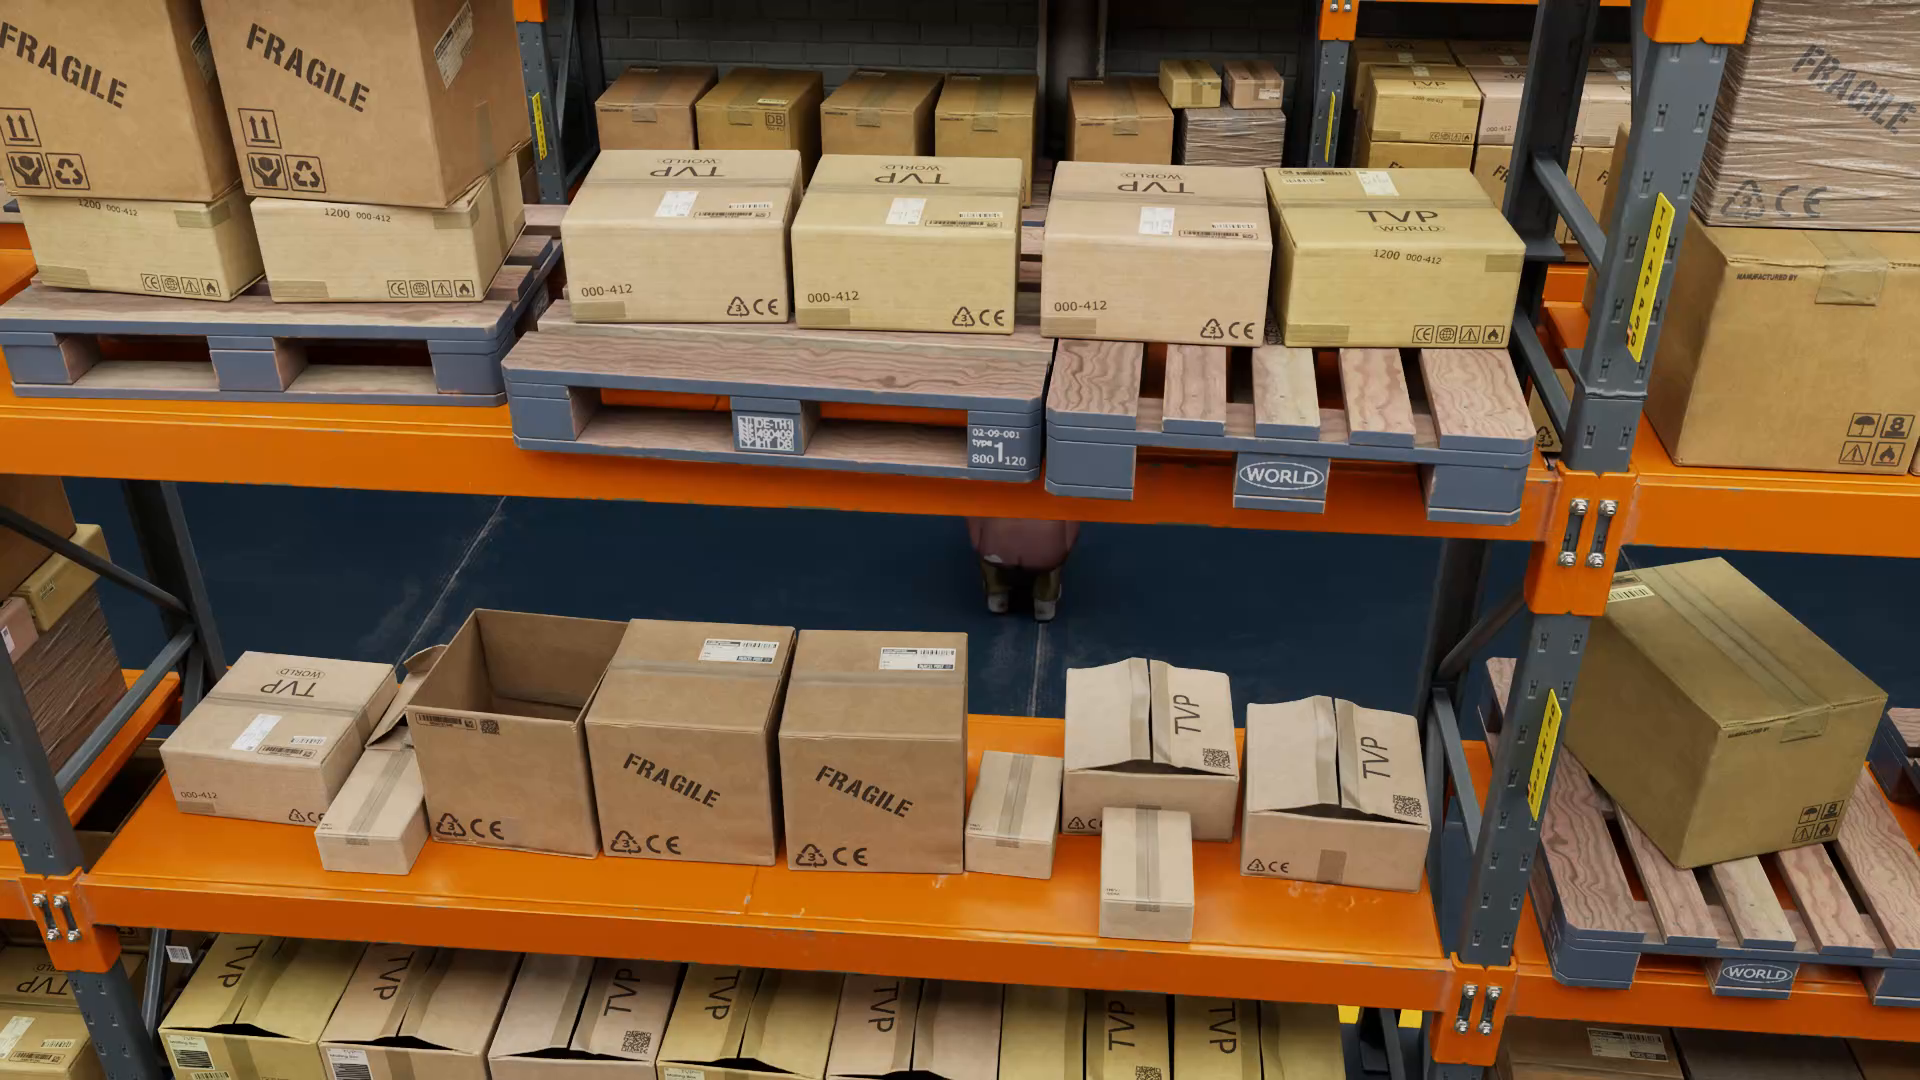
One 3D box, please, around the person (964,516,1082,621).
[{"bbox_3d":[0.301,-0.121,8.199,0.599,0.858,0.896,3,32,4],"label":"person"}]
